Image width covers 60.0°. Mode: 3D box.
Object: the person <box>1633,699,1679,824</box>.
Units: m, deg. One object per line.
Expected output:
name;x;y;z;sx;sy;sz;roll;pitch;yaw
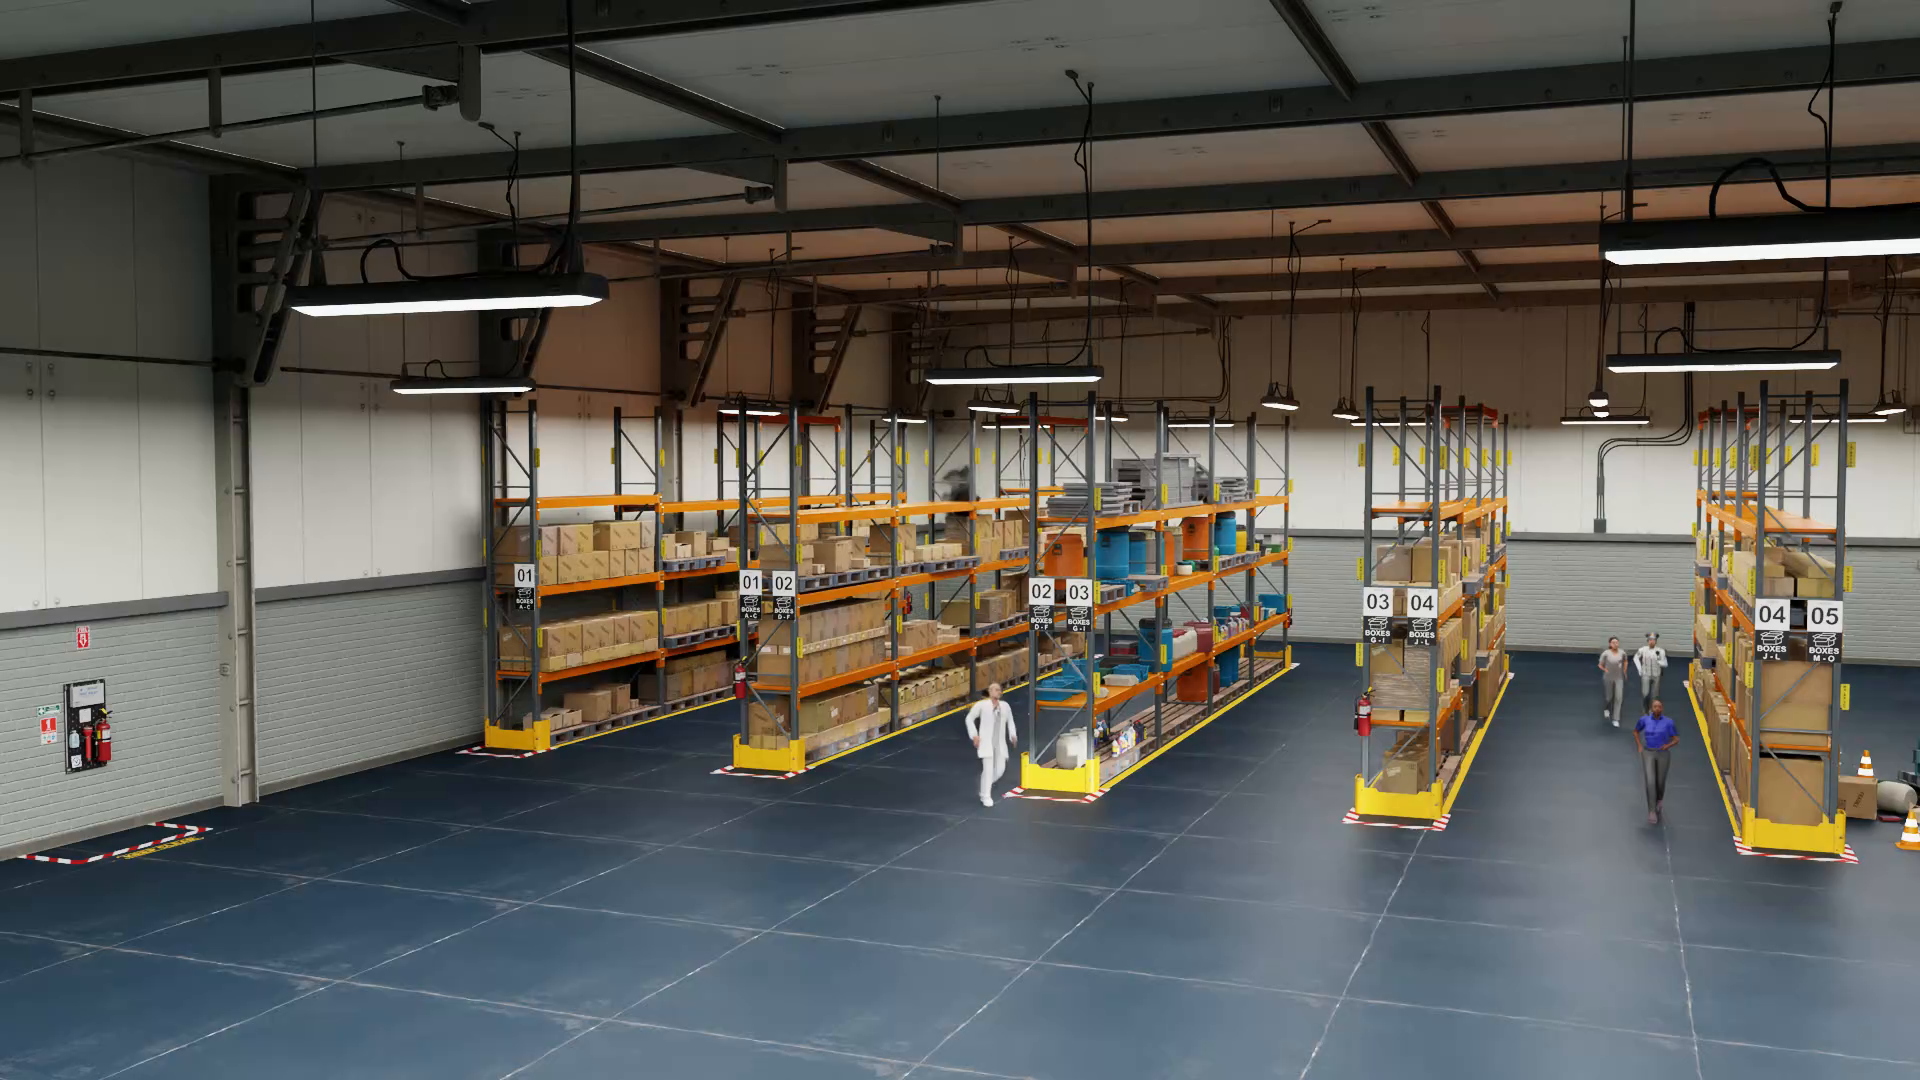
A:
person;9.666;3.033;23.098;0.580;1.675;0.851;1;3;19

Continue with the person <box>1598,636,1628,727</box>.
person;12.279;2.628;31.262;0.550;1.656;0.926;1;3;13

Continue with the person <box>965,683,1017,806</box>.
person;0.470;2.960;24.178;0.770;1.728;0.586;-1;3;-21

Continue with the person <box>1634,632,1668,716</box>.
person;13.060;2.612;31.432;0.590;1.744;0.683;1;3;19
